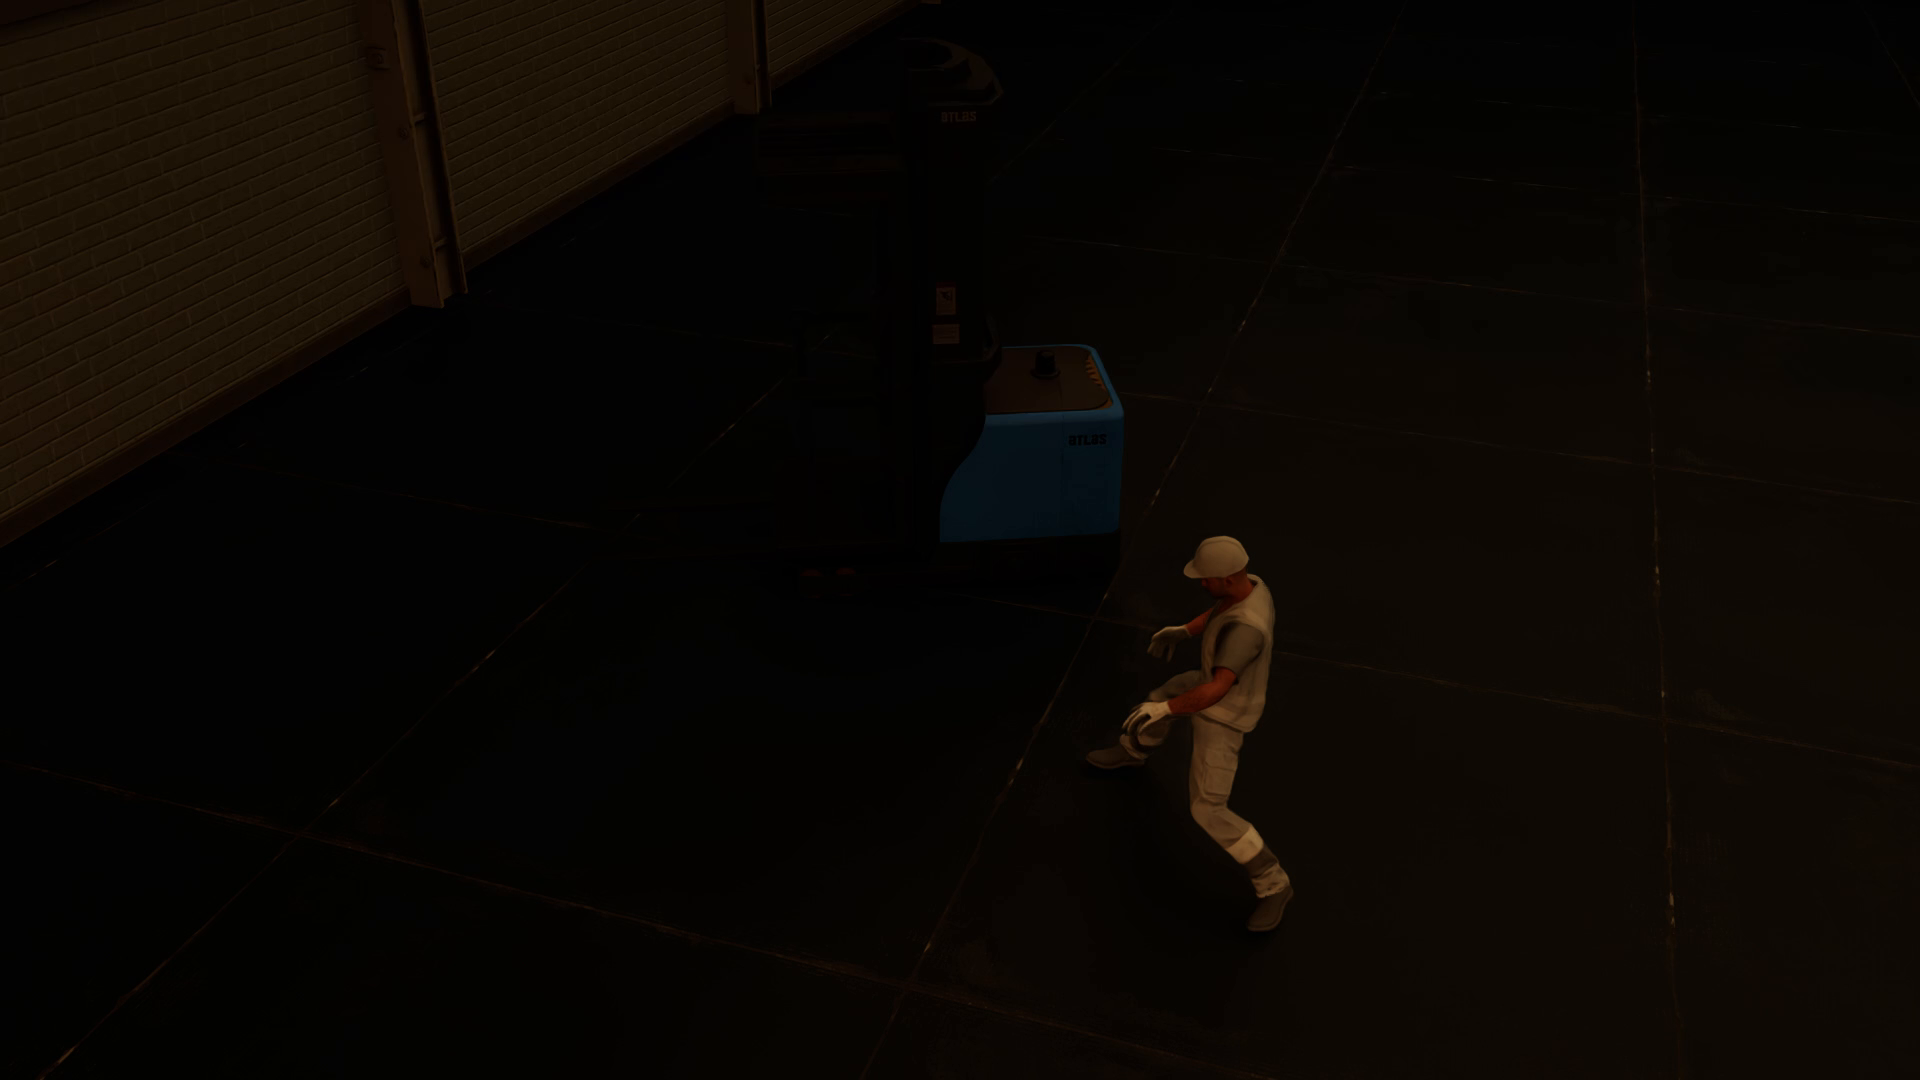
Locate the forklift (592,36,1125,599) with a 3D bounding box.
[{"bbox_3d":[-0.624,-1.213,9.264,3.031,2.935,1.130,-3,30,-6],"label":"forklift"}]

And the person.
[{"bbox_3d":[1.031,0.697,7.287,1.002,1.590,1.164,5,30,9],"label":"person"}]
